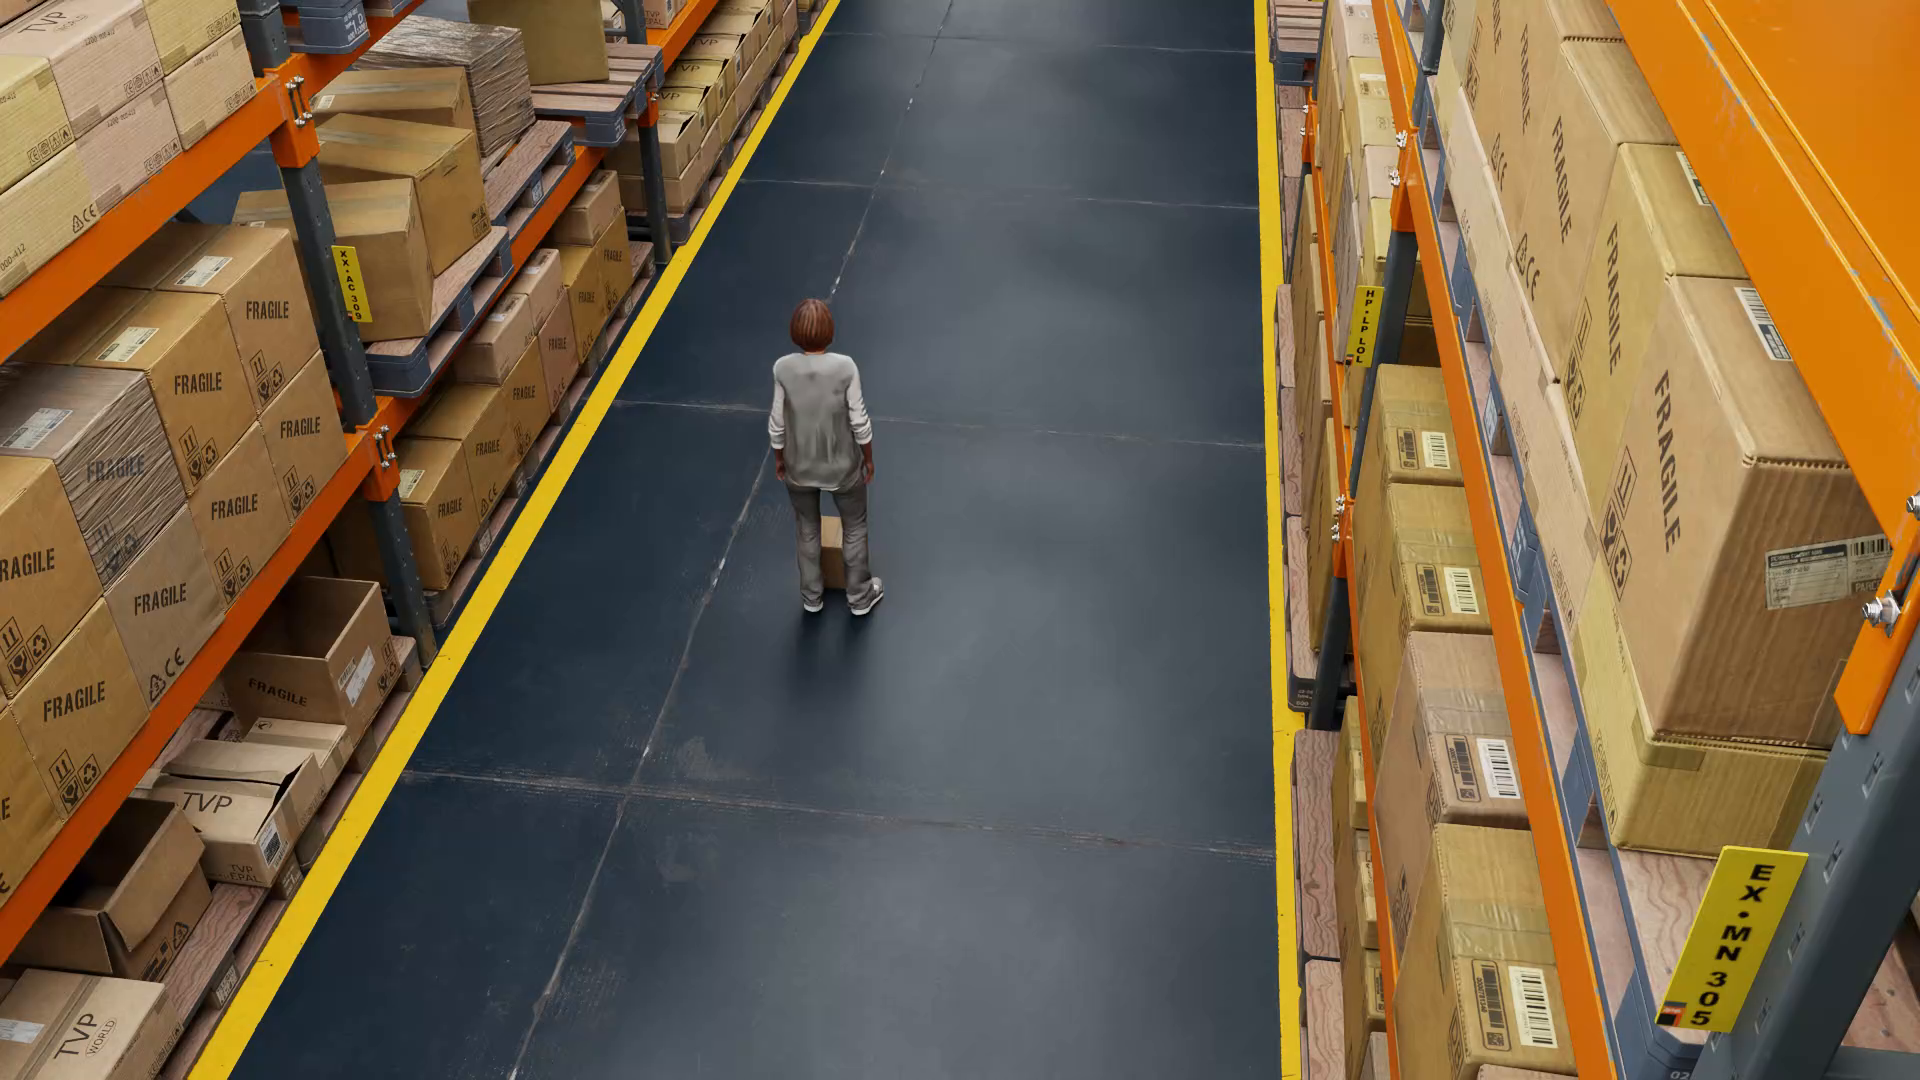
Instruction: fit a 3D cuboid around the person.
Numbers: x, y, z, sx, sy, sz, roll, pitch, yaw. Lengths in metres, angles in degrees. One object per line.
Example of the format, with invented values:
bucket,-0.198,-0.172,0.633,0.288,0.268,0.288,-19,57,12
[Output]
person,-0.611,-0.336,7.498,0.476,1.592,0.348,2,37,3
